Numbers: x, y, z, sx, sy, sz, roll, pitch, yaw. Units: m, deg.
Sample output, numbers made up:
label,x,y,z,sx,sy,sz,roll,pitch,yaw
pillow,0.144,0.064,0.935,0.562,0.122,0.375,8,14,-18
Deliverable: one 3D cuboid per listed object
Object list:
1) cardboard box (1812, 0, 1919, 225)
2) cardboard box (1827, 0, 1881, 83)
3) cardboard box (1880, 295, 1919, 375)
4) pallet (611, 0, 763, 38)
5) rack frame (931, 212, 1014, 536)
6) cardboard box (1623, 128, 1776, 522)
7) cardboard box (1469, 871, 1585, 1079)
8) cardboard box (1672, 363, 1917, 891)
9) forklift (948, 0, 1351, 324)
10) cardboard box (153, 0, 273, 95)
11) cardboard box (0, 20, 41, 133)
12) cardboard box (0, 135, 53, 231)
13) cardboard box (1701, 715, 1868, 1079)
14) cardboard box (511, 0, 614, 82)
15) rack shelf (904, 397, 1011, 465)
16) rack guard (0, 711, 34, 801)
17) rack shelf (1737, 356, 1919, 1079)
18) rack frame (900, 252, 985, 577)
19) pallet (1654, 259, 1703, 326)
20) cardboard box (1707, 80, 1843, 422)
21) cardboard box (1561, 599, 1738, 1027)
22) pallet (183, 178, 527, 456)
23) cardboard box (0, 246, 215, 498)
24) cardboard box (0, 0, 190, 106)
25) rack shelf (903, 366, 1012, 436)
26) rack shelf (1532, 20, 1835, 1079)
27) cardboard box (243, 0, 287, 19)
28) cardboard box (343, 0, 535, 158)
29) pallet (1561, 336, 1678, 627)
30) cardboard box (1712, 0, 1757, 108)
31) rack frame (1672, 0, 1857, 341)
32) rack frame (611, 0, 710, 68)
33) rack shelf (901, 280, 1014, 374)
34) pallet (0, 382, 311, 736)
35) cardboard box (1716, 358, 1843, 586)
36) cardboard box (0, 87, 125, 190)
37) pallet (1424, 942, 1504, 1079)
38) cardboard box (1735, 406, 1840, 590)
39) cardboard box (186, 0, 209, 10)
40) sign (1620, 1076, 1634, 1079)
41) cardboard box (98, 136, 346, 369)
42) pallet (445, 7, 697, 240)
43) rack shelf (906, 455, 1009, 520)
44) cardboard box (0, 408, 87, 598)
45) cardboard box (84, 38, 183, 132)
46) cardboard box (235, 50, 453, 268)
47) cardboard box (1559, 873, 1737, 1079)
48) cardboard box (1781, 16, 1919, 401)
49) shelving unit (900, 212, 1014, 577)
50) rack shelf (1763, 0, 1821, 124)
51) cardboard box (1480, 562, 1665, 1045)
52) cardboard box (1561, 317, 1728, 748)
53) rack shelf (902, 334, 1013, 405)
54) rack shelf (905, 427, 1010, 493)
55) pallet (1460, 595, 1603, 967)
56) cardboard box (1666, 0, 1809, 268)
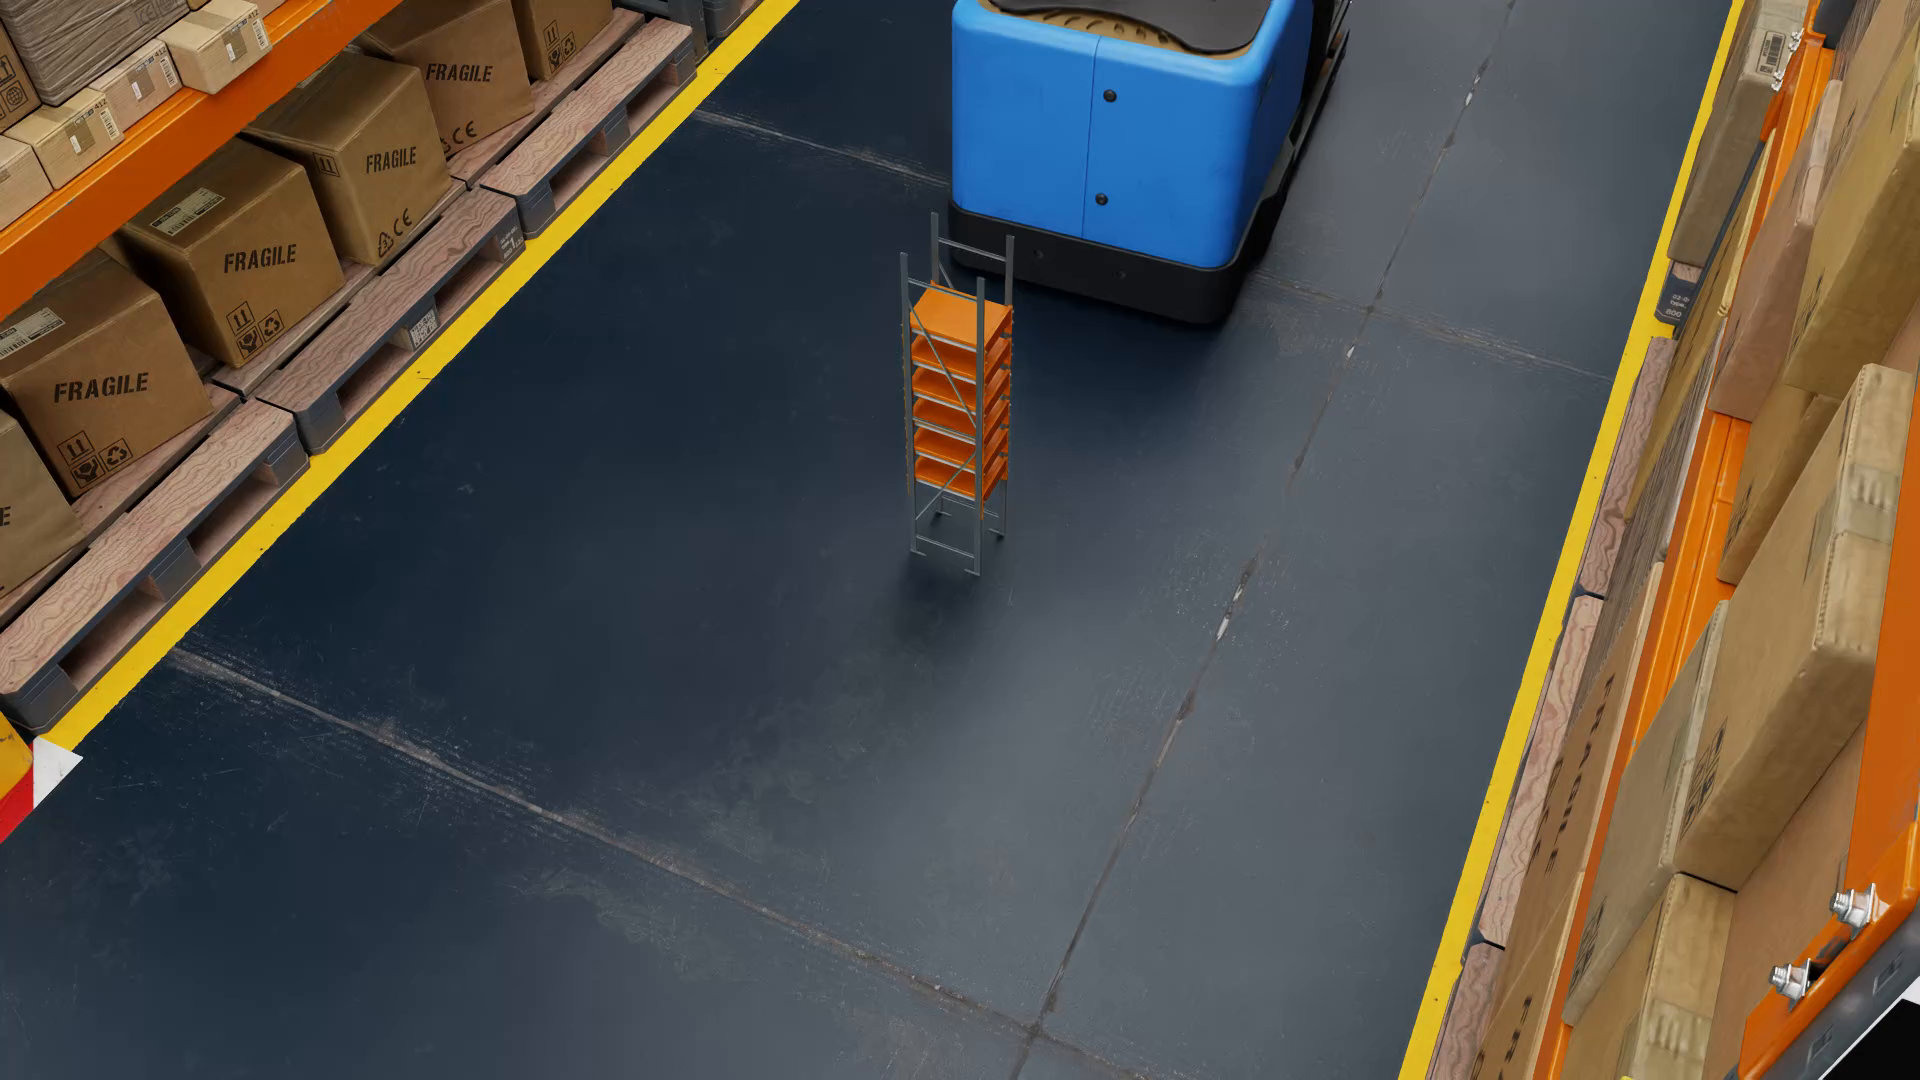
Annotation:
label,x,y,z,sx,sy,sz,roll,pitch,yaw
cardboard box,2.238,-0.862,3.206,0.875,0.550,0.550,20,52,16
cardboard box,2.765,-1.240,4.237,0.875,0.550,0.550,20,52,16
cardboard box,1.910,-0.087,2.547,0.875,0.550,0.550,20,52,16
pallet,-1.199,-2.766,7.465,1.003,0.211,1.213,20,52,16
rack frame,0.033,-0.442,4.838,0.240,1.200,0.006,20,52,16
cardboard box,2.579,-0.487,4.814,0.875,0.875,0.875,21,53,17
cardboard box,1.433,1.369,3.235,0.875,0.875,0.875,20,53,16
cardboard box,1.548,0.255,2.256,0.875,0.550,0.550,20,52,16
forklift,0.960,-2.852,5.753,1.130,2.935,3.031,16,52,13
cardboard box,-2.173,-1.417,4.651,0.380,0.149,0.250,20,52,16
cardboard box,-2.874,-1.260,4.092,0.875,0.500,0.500,20,52,16
cardboard box,-2.569,-0.928,4.235,0.380,0.149,0.250,20,52,16
cardboard box,1.396,0.663,1.908,0.875,0.550,0.550,20,52,16
cardboard box,-1.737,-2.197,6.515,0.500,0.500,0.500,18,52,15
rack shelf,-0.006,-0.350,4.818,0.258,0.103,0.180,20,52,16
rack guard,-3.206,0.379,4.599,1.175,0.500,0.348,20,52,16
rack shelf,2.057,-0.811,2.474,1.077,0.370,4.000,20,52,16
rack frame,-0.045,-0.316,4.731,0.240,1.200,0.006,20,52,16
pallet,3.173,-1.102,6.049,1.003,0.211,1.213,20,52,16
cardboard box,2.213,-0.521,3.625,0.875,0.550,0.550,20,52,16
cardboard box,1.535,0.600,2.671,0.875,0.550,0.550,20,52,16
pallet,-2.305,-0.912,5.888,1.003,0.211,1.213,20,52,16
cardboard box,-2.732,-0.552,5.116,0.500,0.500,0.500,33,57,25
cardboard box,-2.621,-1.591,4.373,0.875,0.500,0.500,20,52,16
rack shelf,-0.006,-0.428,4.727,0.258,0.103,0.180,20,52,16
rack shelf,2.057,0.161,3.616,1.077,0.370,4.000,20,52,16
cardboard box,-2.186,-1.632,4.834,0.380,0.149,0.250,20,52,16
cardboard box,-1.975,-1.800,6.177,0.500,0.500,0.500,36,58,27
pallet,2.516,-0.048,5.152,1.003,0.211,1.213,20,52,16
cardboard box,3.511,-1.976,6.164,1.050,0.750,0.750,20,52,16
rack frame,2.911,-1.450,4.514,1.000,3.000,0.127,20,52,16
rack frame,-1.530,-3.133,5.946,1.000,3.000,0.127,20,52,16
rack shelf,-0.006,-0.583,4.544,0.258,0.103,0.180,20,52,16
pallet,-2.827,-0.075,5.175,1.003,0.211,1.213,20,52,16
cardboard box,2.077,-0.123,3.287,0.875,0.550,0.500,20,52,16
cardboard box,-2.456,-1.098,4.379,0.380,0.149,0.250,20,52,16
pallet,1.473,1.633,3.722,1.003,0.211,1.213,20,52,16
cardboard box,1.888,0.255,2.965,0.875,0.550,0.550,20,52,16
cardboard box,-2.397,-1.931,4.663,0.875,0.500,0.500,20,52,16
sign,0.718,0.667,1.797,0.100,0.325,0.005,20,52,16
cardboard box,-2.448,-0.977,5.477,0.500,0.500,0.500,24,54,19
pallet,-1.785,-1.755,6.605,1.003,0.211,1.213,20,52,16
rack shelf,-0.006,-0.195,5.001,0.258,0.103,0.180,20,52,16
cardboard box,-2.957,-0.129,4.756,0.500,0.500,0.500,29,55,22
cardboard box,-2.373,-1.279,4.533,0.380,0.149,0.250,20,52,16
cardboard box,-2.169,-1.347,5.792,0.500,0.500,0.500,16,51,13
cardboard box,1.320,0.986,2.343,0.875,0.550,0.550,20,52,16
cardboard box,2.019,-0.494,2.893,0.875,0.550,0.500,20,52,16
shelving unit,-0.006,-0.379,4.785,0.258,1.200,0.189,20,52,16
rack shelf,3.766,-2.594,5.960,1.077,0.370,4.000,20,52,16
cardboard box,1.807,0.762,3.751,0.875,0.875,0.875,19,52,16
cardboard box,2.198,0.135,4.285,0.875,0.875,0.875,20,53,16
rack shelf,-0.006,-0.506,4.636,0.258,0.103,0.180,20,52,16
rack shelf,-0.006,-0.272,4.910,0.258,0.103,0.180,20,52,16
pallet,1.996,0.795,4.435,1.003,0.211,1.213,20,52,16
cardboard box,3.095,-1.313,5.599,1.050,0.750,0.750,20,52,16
